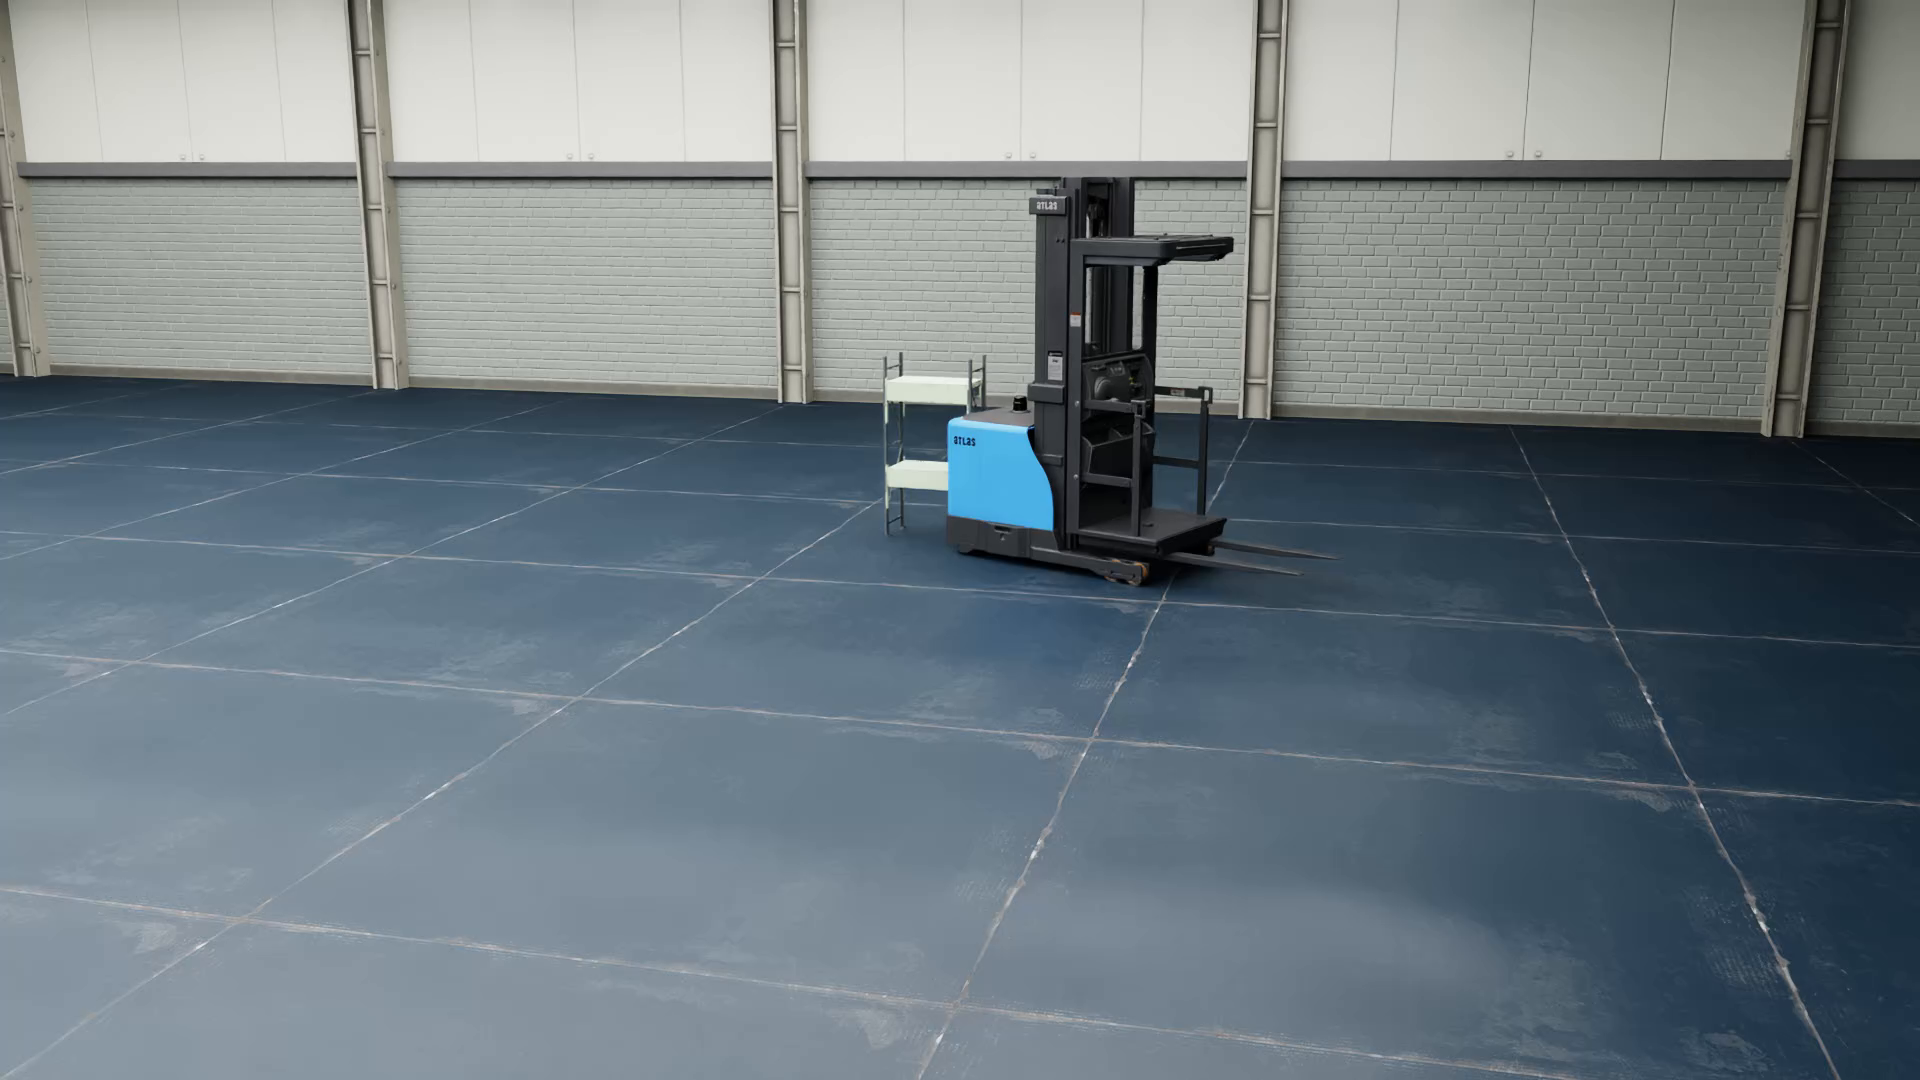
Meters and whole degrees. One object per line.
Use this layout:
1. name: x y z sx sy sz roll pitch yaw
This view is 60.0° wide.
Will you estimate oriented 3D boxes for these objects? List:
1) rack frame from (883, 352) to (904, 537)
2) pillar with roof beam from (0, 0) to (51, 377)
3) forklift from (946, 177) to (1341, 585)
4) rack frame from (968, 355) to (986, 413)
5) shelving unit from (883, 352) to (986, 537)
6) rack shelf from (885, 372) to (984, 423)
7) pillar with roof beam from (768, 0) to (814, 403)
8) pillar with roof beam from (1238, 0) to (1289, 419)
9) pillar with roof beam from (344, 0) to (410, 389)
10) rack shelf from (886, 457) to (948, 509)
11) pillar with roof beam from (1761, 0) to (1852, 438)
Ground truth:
1. rack frame: -0.552 -0.802 13.887 0.023 1.500 0.400 4 13 18
2. pillar with roof beam: -14.851 -5.944 19.747 0.400 9.000 9.100 3 13 14
3. forklift: 1.372 -1.227 12.496 3.031 2.935 1.130 9 16 36
4. rack frame: 0.140 -0.751 13.655 0.023 1.500 0.400 4 13 18
5. shelving unit: -0.206 -0.777 13.771 0.755 1.500 0.431 4 13 18
6. rack shelf: -0.206 -1.158 13.687 0.720 0.370 0.431 4 13 18
7. pillar with roof beam: -3.200 -5.321 16.940 0.400 9.000 9.100 3 13 14
8. pillar with roof beam: 2.625 -5.009 15.537 0.400 9.000 9.100 3 13 14
9. pillar with roof beam: -9.026 -5.632 18.344 0.400 9.000 9.100 3 13 14
10. rack shelf: -0.206 -0.458 13.842 0.720 0.370 0.431 4 13 18
11. pillar with roof beam: 8.450 -4.698 14.133 0.400 9.000 9.100 3 13 14
